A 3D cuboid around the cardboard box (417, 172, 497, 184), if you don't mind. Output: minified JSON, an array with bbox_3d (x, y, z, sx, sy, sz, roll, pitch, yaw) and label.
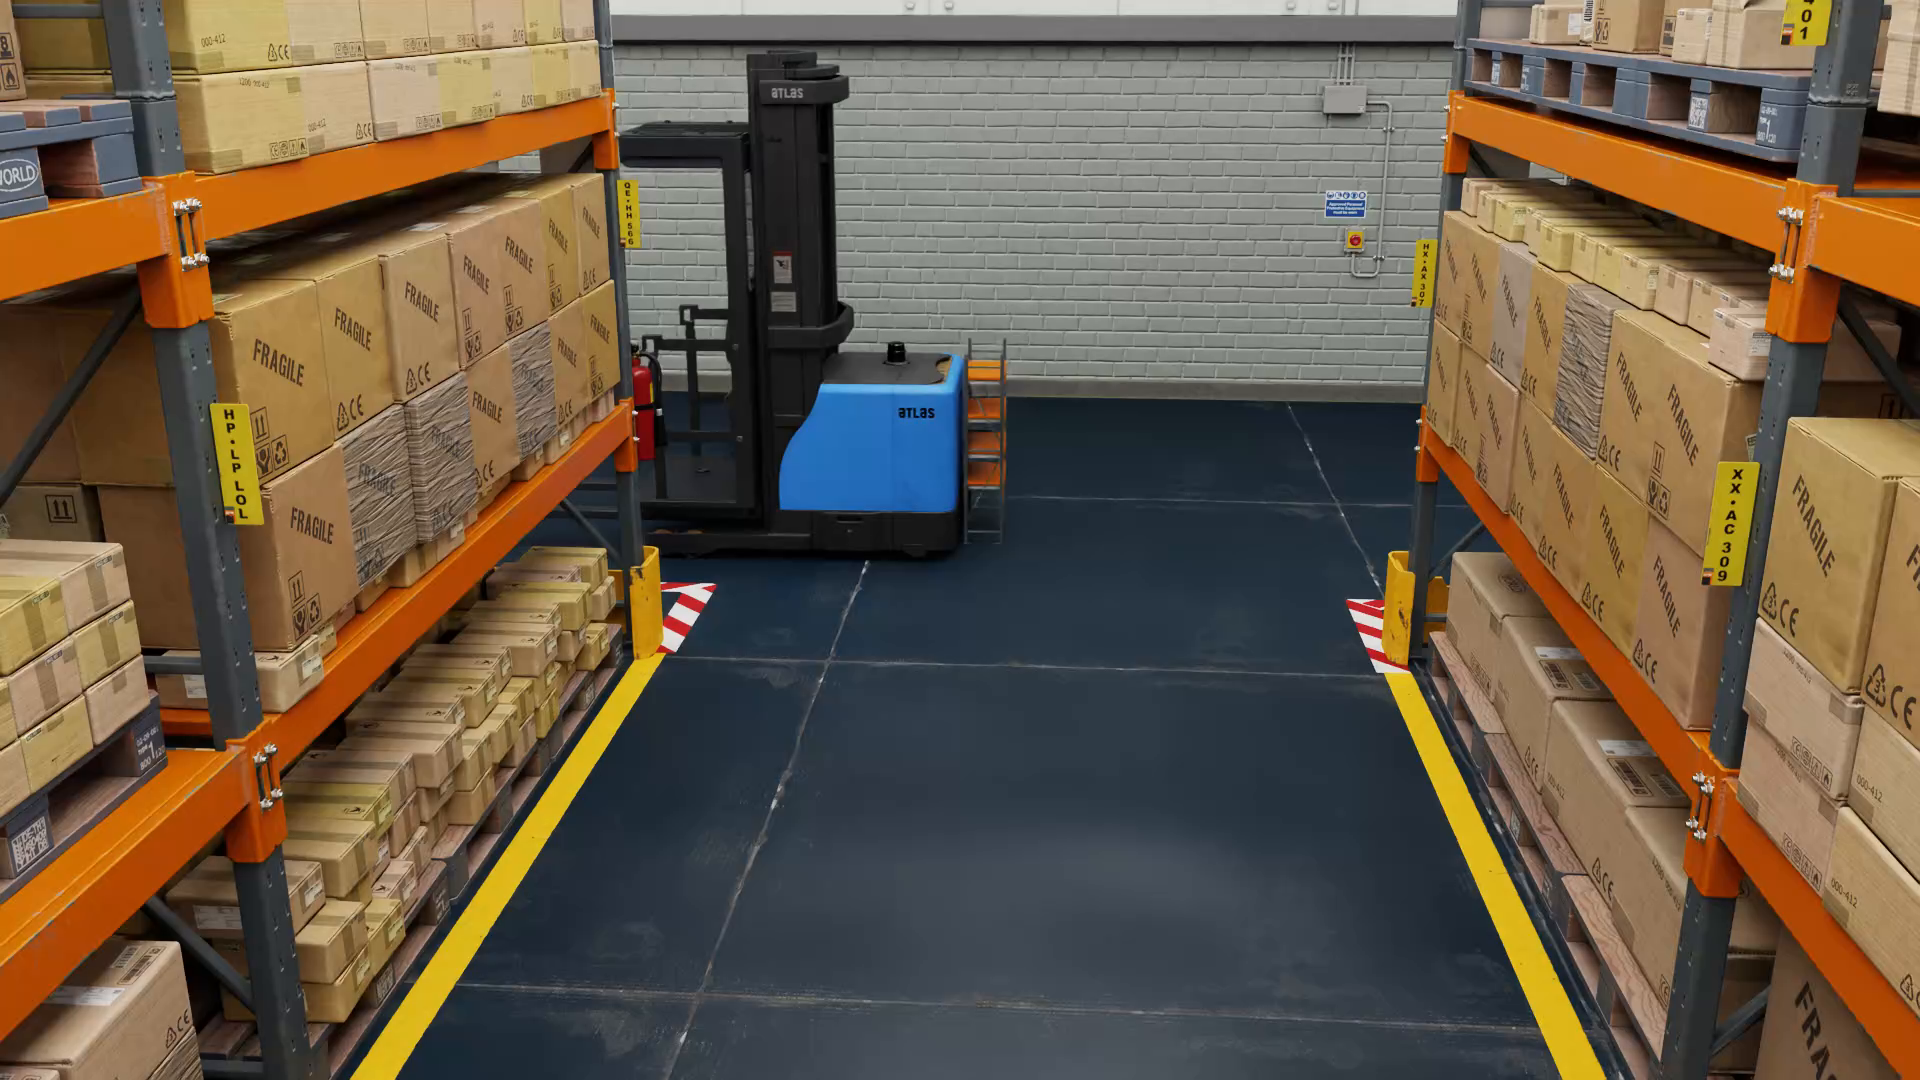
[{"bbox_3d":[-2.453,-1.430,7.727,0.500,0.500,0.500,1,18,4],"label":"cardboard box"}]

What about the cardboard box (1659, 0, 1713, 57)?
[{"bbox_3d":[2.566,-1.719,5.035,0.797,0.503,0.637,3,18,8],"label":"cardboard box"}]

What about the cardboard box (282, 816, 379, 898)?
[{"bbox_3d":[-2.132,1.028,5.416,0.380,0.149,0.250,2,18,7],"label":"cardboard box"}]

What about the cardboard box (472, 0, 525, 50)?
[{"bbox_3d":[-2.010,-2.025,6.406,0.500,0.250,0.500,2,18,5],"label":"cardboard box"}]

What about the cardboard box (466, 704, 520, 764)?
[{"bbox_3d":[-1.998,0.772,6.675,0.380,0.149,0.250,1,18,4],"label":"cardboard box"}]

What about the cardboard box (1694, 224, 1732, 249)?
[{"bbox_3d":[2.888,-1.057,6.023,0.380,0.149,0.250,2,18,6],"label":"cardboard box"}]

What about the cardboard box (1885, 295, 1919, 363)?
[{"bbox_3d":[2.786,-0.581,4.572,0.380,0.149,0.250,2,18,5],"label":"cardboard box"}]

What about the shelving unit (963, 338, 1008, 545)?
[{"bbox_3d":[0.158,-0.620,10.388,0.258,1.200,0.503,1,18,3],"label":"shelving unit"}]

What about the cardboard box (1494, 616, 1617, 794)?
[{"bbox_3d":[2.784,0.689,6.943,0.875,0.438,0.875,2,18,5],"label":"cardboard box"}]

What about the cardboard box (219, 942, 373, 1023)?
[{"bbox_3d":[-2.096,1.392,5.262,0.380,0.149,0.250,0,18,2],"label":"cardboard box"}]

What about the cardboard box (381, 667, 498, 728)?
[{"bbox_3d":[-2.074,0.628,6.638,0.380,0.149,0.250,1,18,4],"label":"cardboard box"}]

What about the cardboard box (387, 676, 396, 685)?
[{"bbox_3d":[-2.484,0.680,6.957,0.380,0.149,0.250,2,18,7],"label":"cardboard box"}]

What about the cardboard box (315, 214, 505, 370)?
[{"bbox_3d":[-2.040,-0.933,6.208,0.500,0.500,0.500,1,18,2],"label":"cardboard box"}]

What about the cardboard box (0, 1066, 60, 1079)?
[{"bbox_3d":[-2.294,1.371,3.558,0.500,0.250,0.500,2,18,7],"label":"cardboard box"}]

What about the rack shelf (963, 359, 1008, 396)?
[{"bbox_3d":[0.158,-0.993,10.266,0.258,0.148,0.480,1,18,3],"label":"rack shelf"}]

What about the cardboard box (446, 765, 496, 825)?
[{"bbox_3d":[-2.044,0.988,6.495,0.380,0.149,0.250,1,18,2],"label":"cardboard box"}]

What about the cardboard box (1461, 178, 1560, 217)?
[{"bbox_3d":[2.487,-1.547,7.520,0.380,0.149,0.250,2,18,5],"label":"cardboard box"}]

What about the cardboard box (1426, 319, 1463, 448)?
[{"bbox_3d":[2.468,-0.725,7.659,0.500,0.500,0.500,1,18,3],"label":"cardboard box"}]

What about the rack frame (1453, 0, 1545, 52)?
[{"bbox_3d":[2.789,-3.671,7.176,1.000,3.000,0.127,1,18,4],"label":"rack frame"}]

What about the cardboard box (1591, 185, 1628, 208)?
[{"bbox_3d":[2.968,-1.456,7.242,0.380,0.149,0.250,2,18,5],"label":"cardboard box"}]

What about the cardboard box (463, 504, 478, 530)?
[{"bbox_3d":[-2.077,-0.113,6.354,0.380,0.149,0.250,2,18,6],"label":"cardboard box"}]

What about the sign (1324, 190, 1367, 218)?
[{"bbox_3d":[3.126,-2.721,13.476,0.327,0.218,0.001,1,18,4],"label":"sign"}]

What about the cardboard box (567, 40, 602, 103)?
[{"bbox_3d":[-1.925,-2.107,7.459,0.500,0.250,0.500,1,18,3],"label":"cardboard box"}]

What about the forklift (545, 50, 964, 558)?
[{"bbox_3d":[-1.503,-1.448,10.135,3.031,2.935,1.130,1,18,3],"label":"forklift"}]

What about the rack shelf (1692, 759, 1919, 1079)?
[{"bbox_3d":[2.359,1.385,2.535,1.077,0.370,4.000,1,18,4],"label":"rack shelf"}]

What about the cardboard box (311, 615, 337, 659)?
[{"bbox_3d":[-2.152,0.299,5.096,0.380,0.149,0.250,2,18,6],"label":"cardboard box"}]

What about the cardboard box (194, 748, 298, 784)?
[{"bbox_3d":[-2.591,0.862,5.923,0.380,0.149,0.250,2,18,6],"label":"cardboard box"}]

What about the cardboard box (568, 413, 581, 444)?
[{"bbox_3d":[-1.956,-0.518,7.591,0.380,0.149,0.250,1,18,3],"label":"cardboard box"}]

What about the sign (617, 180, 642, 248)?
[{"bbox_3d":[-1.604,-1.582,8.065,0.100,0.325,0.005,1,18,4],"label":"sign"}]

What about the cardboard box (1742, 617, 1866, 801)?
[{"bbox_3d":[2.189,0.386,3.866,0.500,0.250,0.500,1,18,2],"label":"cardboard box"}]

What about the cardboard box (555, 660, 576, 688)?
[{"bbox_3d":[-2.008,0.586,7.722,0.380,0.149,0.250,1,18,4],"label":"cardboard box"}]

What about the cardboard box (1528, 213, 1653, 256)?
[{"bbox_3d":[2.379,-1.145,6.292,0.380,0.149,0.250,1,18,4],"label":"cardboard box"}]

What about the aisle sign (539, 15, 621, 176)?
[{"bbox_3d":[-1.851,-2.151,7.996,0.394,0.787,0.004,1,18,4],"label":"aisle sign"}]

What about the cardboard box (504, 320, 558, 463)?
[{"bbox_3d":[-2.000,-0.626,6.877,0.500,0.500,0.500,1,18,4],"label":"cardboard box"}]

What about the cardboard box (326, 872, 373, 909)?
[{"bbox_3d":[-2.169,1.170,5.460,0.380,0.149,0.250,1,18,4],"label":"cardboard box"}]

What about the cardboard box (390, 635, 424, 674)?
[{"bbox_3d":[-2.542,0.456,7.161,0.380,0.149,0.250,2,18,6],"label":"cardboard box"}]

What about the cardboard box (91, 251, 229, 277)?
[{"bbox_3d":[-2.647,-0.634,5.297,0.500,0.500,0.500,1,18,2],"label":"cardboard box"}]

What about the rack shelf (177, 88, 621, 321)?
[{"bbox_3d":[-2.299,-1.362,6.101,1.077,0.370,4.000,1,18,4],"label":"rack shelf"}]

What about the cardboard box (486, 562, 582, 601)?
[{"bbox_3d":[-2.016,0.220,7.884,0.380,0.149,0.250,2,18,5],"label":"cardboard box"}]

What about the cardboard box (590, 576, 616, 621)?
[{"bbox_3d":[-1.909,0.284,8.164,0.380,0.149,0.250,1,18,2],"label":"cardboard box"}]

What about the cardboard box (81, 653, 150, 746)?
[{"bbox_3d":[-2.274,0.390,4.144,0.380,0.149,0.250,1,18,3],"label":"cardboard box"}]

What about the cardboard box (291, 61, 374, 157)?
[{"bbox_3d":[-2.119,-1.305,5.013,0.500,0.250,0.500,1,18,3],"label":"cardboard box"}]

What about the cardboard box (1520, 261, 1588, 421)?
[{"bbox_3d":[2.376,-0.725,6.052,0.500,0.500,0.500,1,18,4],"label":"cardboard box"}]

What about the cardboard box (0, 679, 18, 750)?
[{"bbox_3d":[-2.313,0.408,3.612,0.380,0.149,0.250,2,18,6],"label":"cardboard box"}]

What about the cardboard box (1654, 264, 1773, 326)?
[{"bbox_3d":[2.362,-0.748,5.080,0.380,0.149,0.250,1,18,3],"label":"cardboard box"}]

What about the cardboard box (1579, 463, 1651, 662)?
[{"bbox_3d":[2.312,0.065,5.248,0.500,0.500,0.500,1,18,3],"label":"cardboard box"}]

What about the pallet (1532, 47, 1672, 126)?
[{"bbox_3d":[2.661,-1.593,5.794,1.003,0.211,1.213,1,18,4],"label":"pallet"}]

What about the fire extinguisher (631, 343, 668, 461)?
[{"bbox_3d":[-1.678,-0.754,8.629,0.296,0.674,0.183,1,18,4],"label":"fire extinguisher"}]

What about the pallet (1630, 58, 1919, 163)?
[{"bbox_3d":[2.571,-1.215,4.640,1.003,0.211,1.213,1,18,4],"label":"pallet"}]
